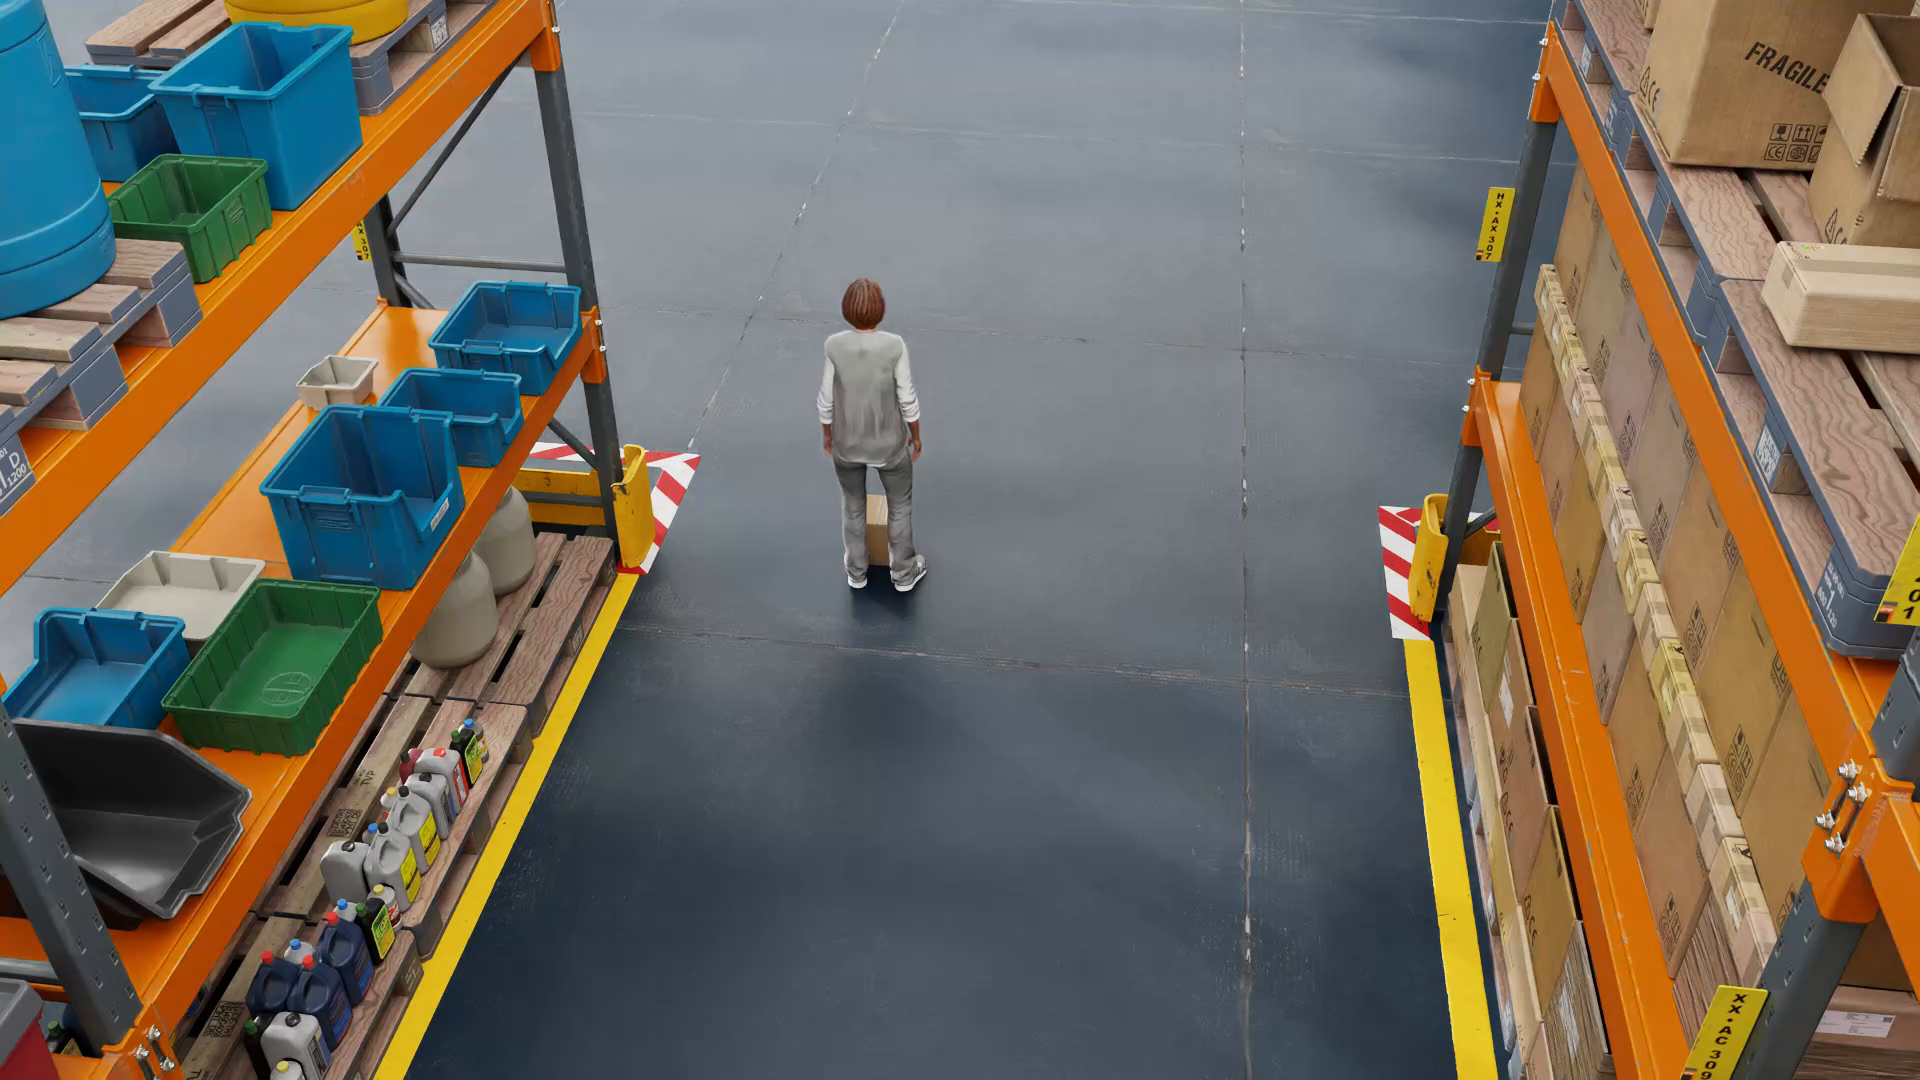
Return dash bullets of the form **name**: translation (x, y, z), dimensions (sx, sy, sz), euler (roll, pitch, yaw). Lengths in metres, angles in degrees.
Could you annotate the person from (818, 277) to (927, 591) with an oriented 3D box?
- **person**: translation (-0.406, -0.453, 7.656), dimensions (0.470, 1.591, 0.334), euler (4, 37, 5)
